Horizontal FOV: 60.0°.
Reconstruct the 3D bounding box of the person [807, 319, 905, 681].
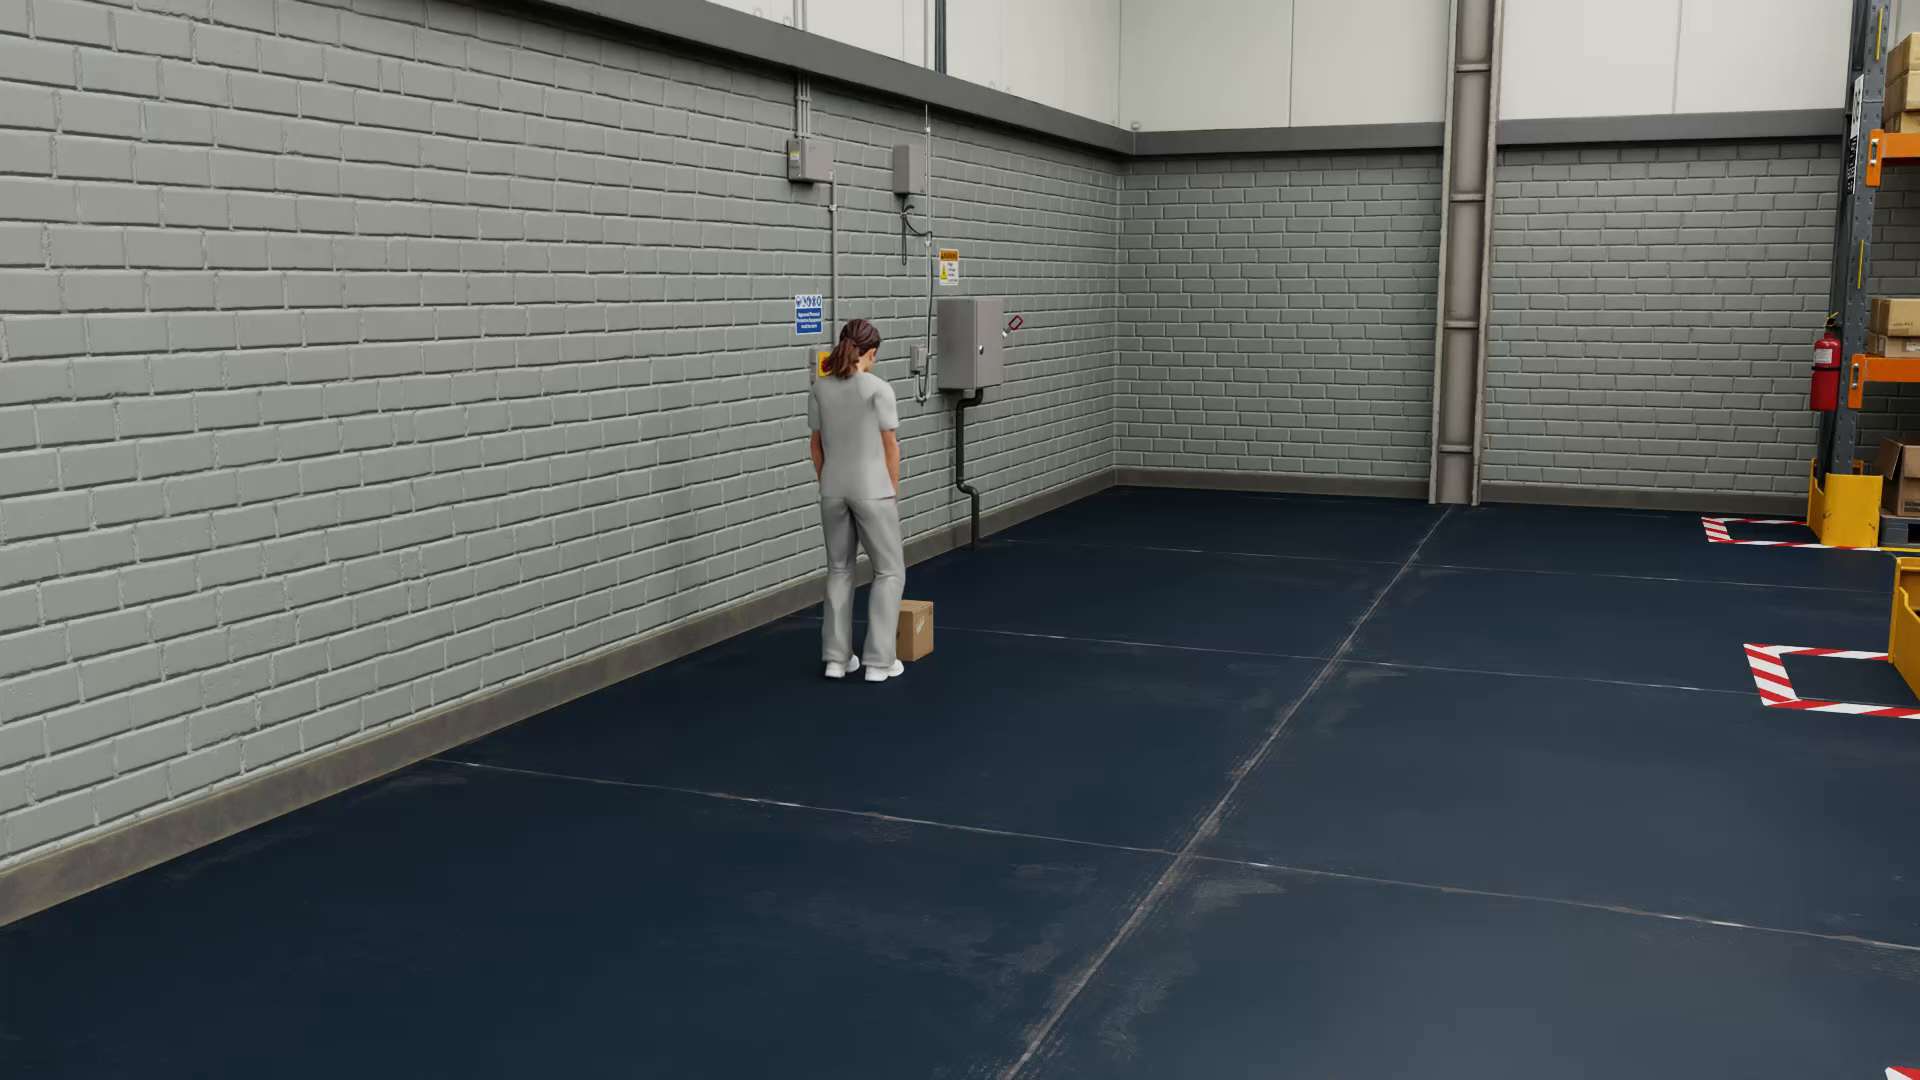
[{"bbox_3d":[-0.482,-0.182,7.644,0.453,1.652,0.351,4,9,22],"label":"person"}]
